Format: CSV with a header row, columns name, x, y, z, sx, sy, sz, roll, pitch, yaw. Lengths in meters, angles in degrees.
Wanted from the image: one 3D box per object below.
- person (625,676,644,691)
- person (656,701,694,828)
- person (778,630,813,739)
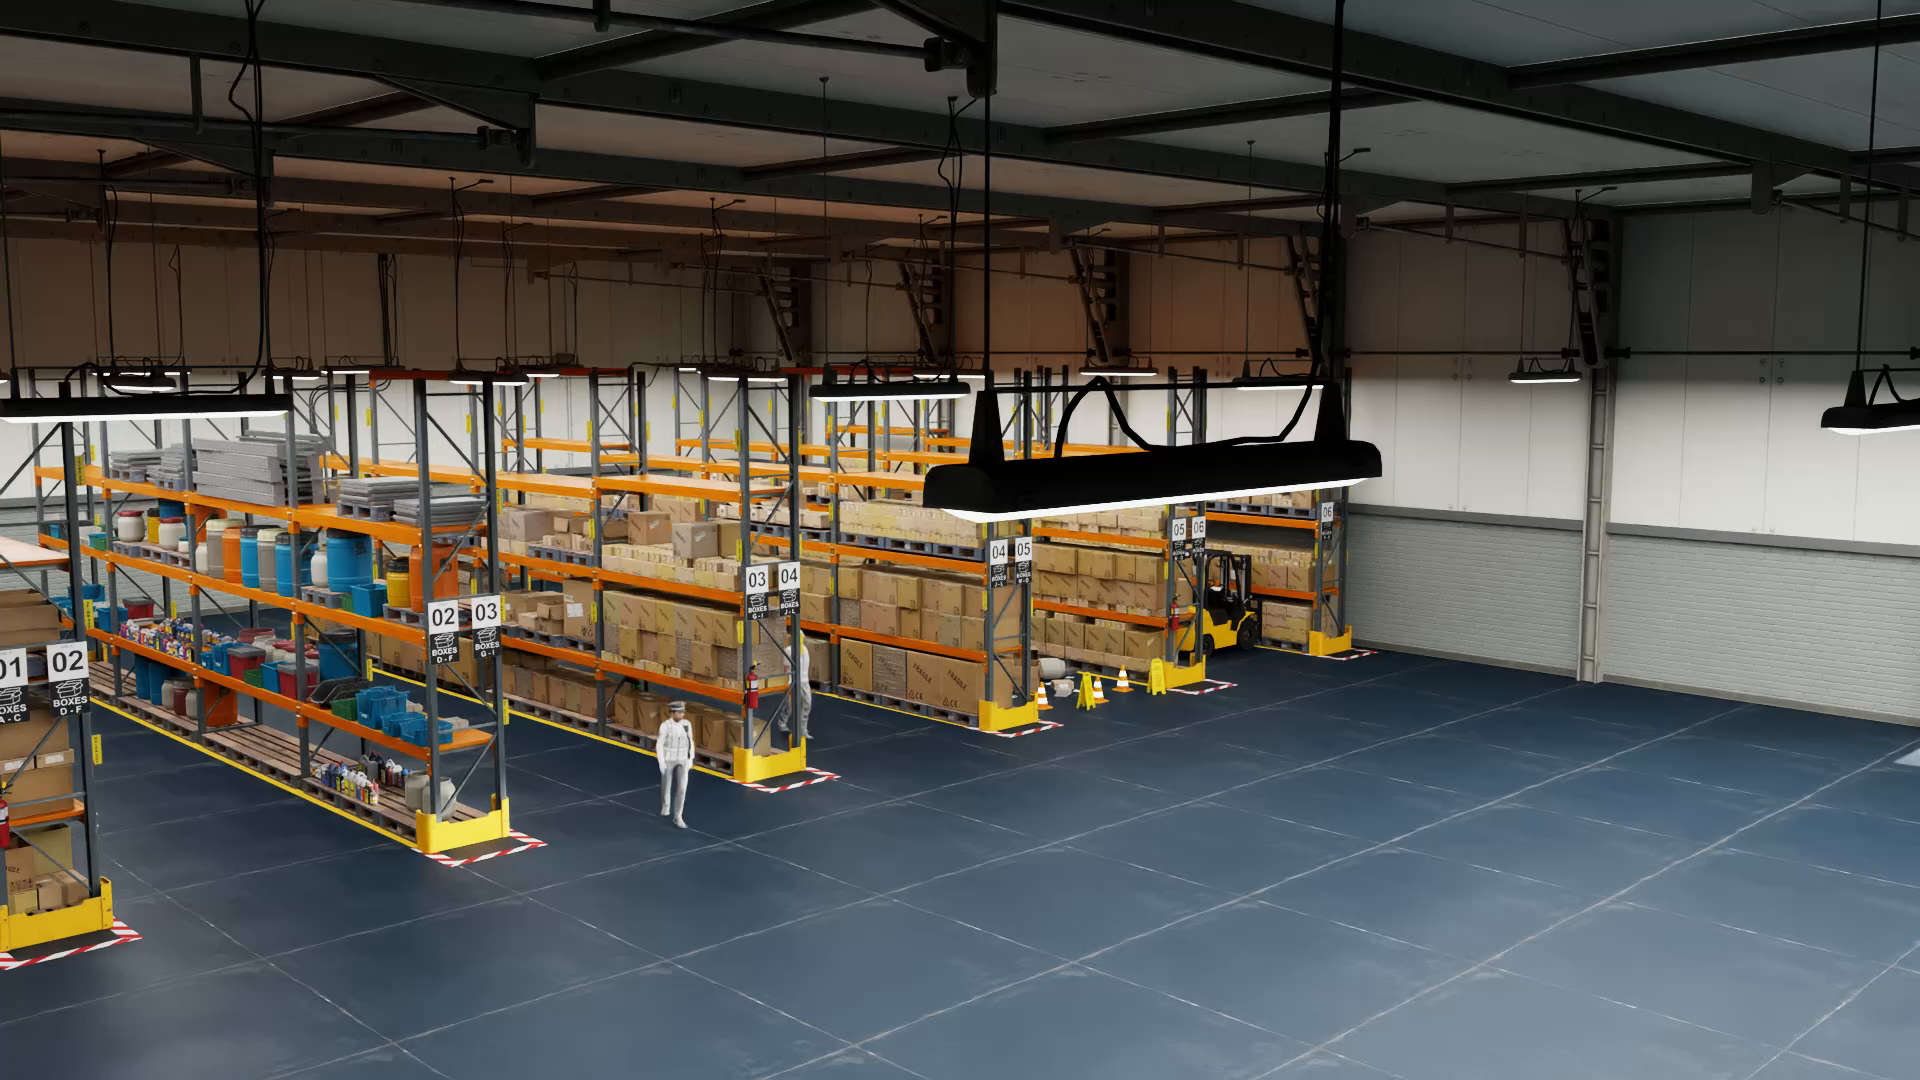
name,x,y,z,sx,sy,sz,roll,pitch,yaw
person,-5.979,1.993,30.781,0.668,1.818,0.550,2,7,20
person,-3.843,2.999,22.470,0.560,1.667,0.742,-3,7,-28
person,-2.692,2.378,27.506,0.734,1.803,0.656,5,8,39
